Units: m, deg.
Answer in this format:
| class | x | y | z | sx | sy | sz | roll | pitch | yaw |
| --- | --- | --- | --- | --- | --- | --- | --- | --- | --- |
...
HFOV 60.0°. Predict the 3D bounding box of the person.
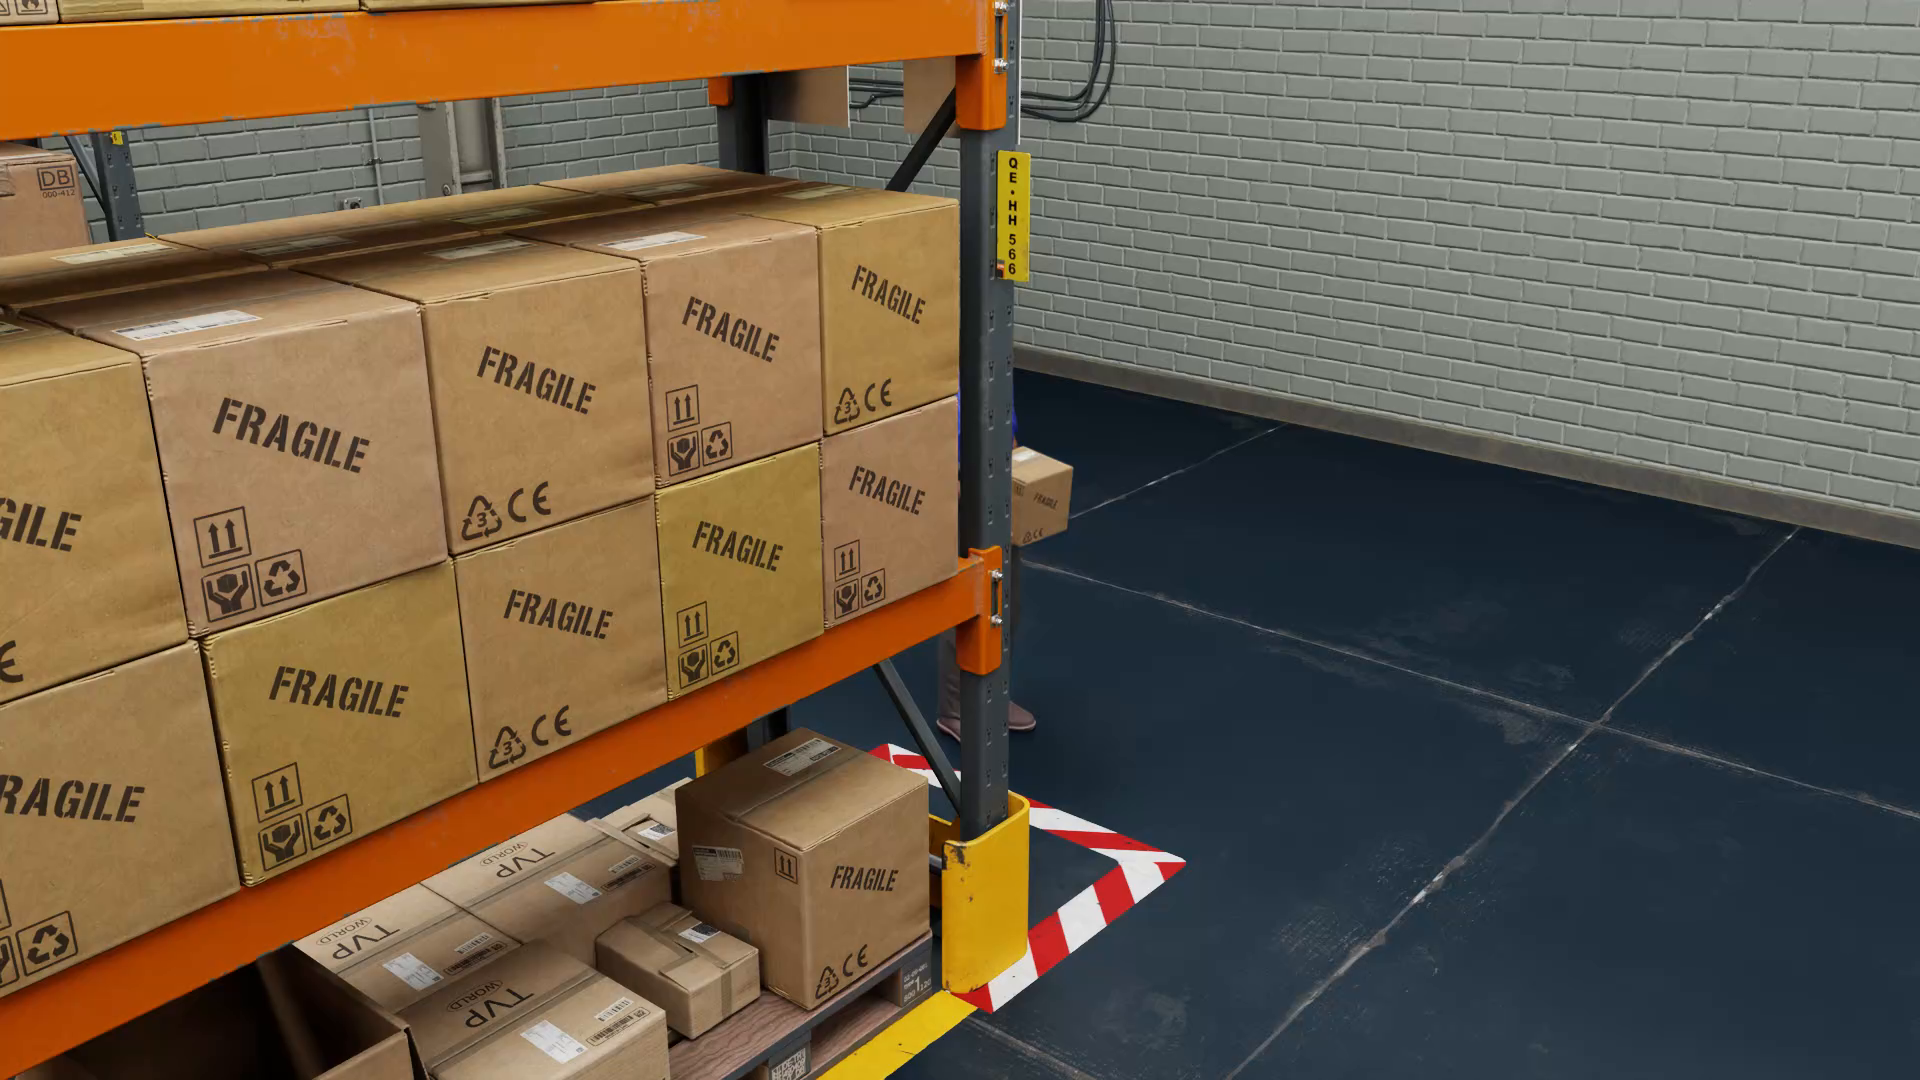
| class | x | y | z | sx | sy | sz | roll | pitch | yaw |
| --- | --- | --- | --- | --- | --- | --- | --- | --- | --- |
| person | 0.101 | -0.046 | 6.211 | 0.513 | 1.653 | 0.455 | 19 | 28 | 41 |
